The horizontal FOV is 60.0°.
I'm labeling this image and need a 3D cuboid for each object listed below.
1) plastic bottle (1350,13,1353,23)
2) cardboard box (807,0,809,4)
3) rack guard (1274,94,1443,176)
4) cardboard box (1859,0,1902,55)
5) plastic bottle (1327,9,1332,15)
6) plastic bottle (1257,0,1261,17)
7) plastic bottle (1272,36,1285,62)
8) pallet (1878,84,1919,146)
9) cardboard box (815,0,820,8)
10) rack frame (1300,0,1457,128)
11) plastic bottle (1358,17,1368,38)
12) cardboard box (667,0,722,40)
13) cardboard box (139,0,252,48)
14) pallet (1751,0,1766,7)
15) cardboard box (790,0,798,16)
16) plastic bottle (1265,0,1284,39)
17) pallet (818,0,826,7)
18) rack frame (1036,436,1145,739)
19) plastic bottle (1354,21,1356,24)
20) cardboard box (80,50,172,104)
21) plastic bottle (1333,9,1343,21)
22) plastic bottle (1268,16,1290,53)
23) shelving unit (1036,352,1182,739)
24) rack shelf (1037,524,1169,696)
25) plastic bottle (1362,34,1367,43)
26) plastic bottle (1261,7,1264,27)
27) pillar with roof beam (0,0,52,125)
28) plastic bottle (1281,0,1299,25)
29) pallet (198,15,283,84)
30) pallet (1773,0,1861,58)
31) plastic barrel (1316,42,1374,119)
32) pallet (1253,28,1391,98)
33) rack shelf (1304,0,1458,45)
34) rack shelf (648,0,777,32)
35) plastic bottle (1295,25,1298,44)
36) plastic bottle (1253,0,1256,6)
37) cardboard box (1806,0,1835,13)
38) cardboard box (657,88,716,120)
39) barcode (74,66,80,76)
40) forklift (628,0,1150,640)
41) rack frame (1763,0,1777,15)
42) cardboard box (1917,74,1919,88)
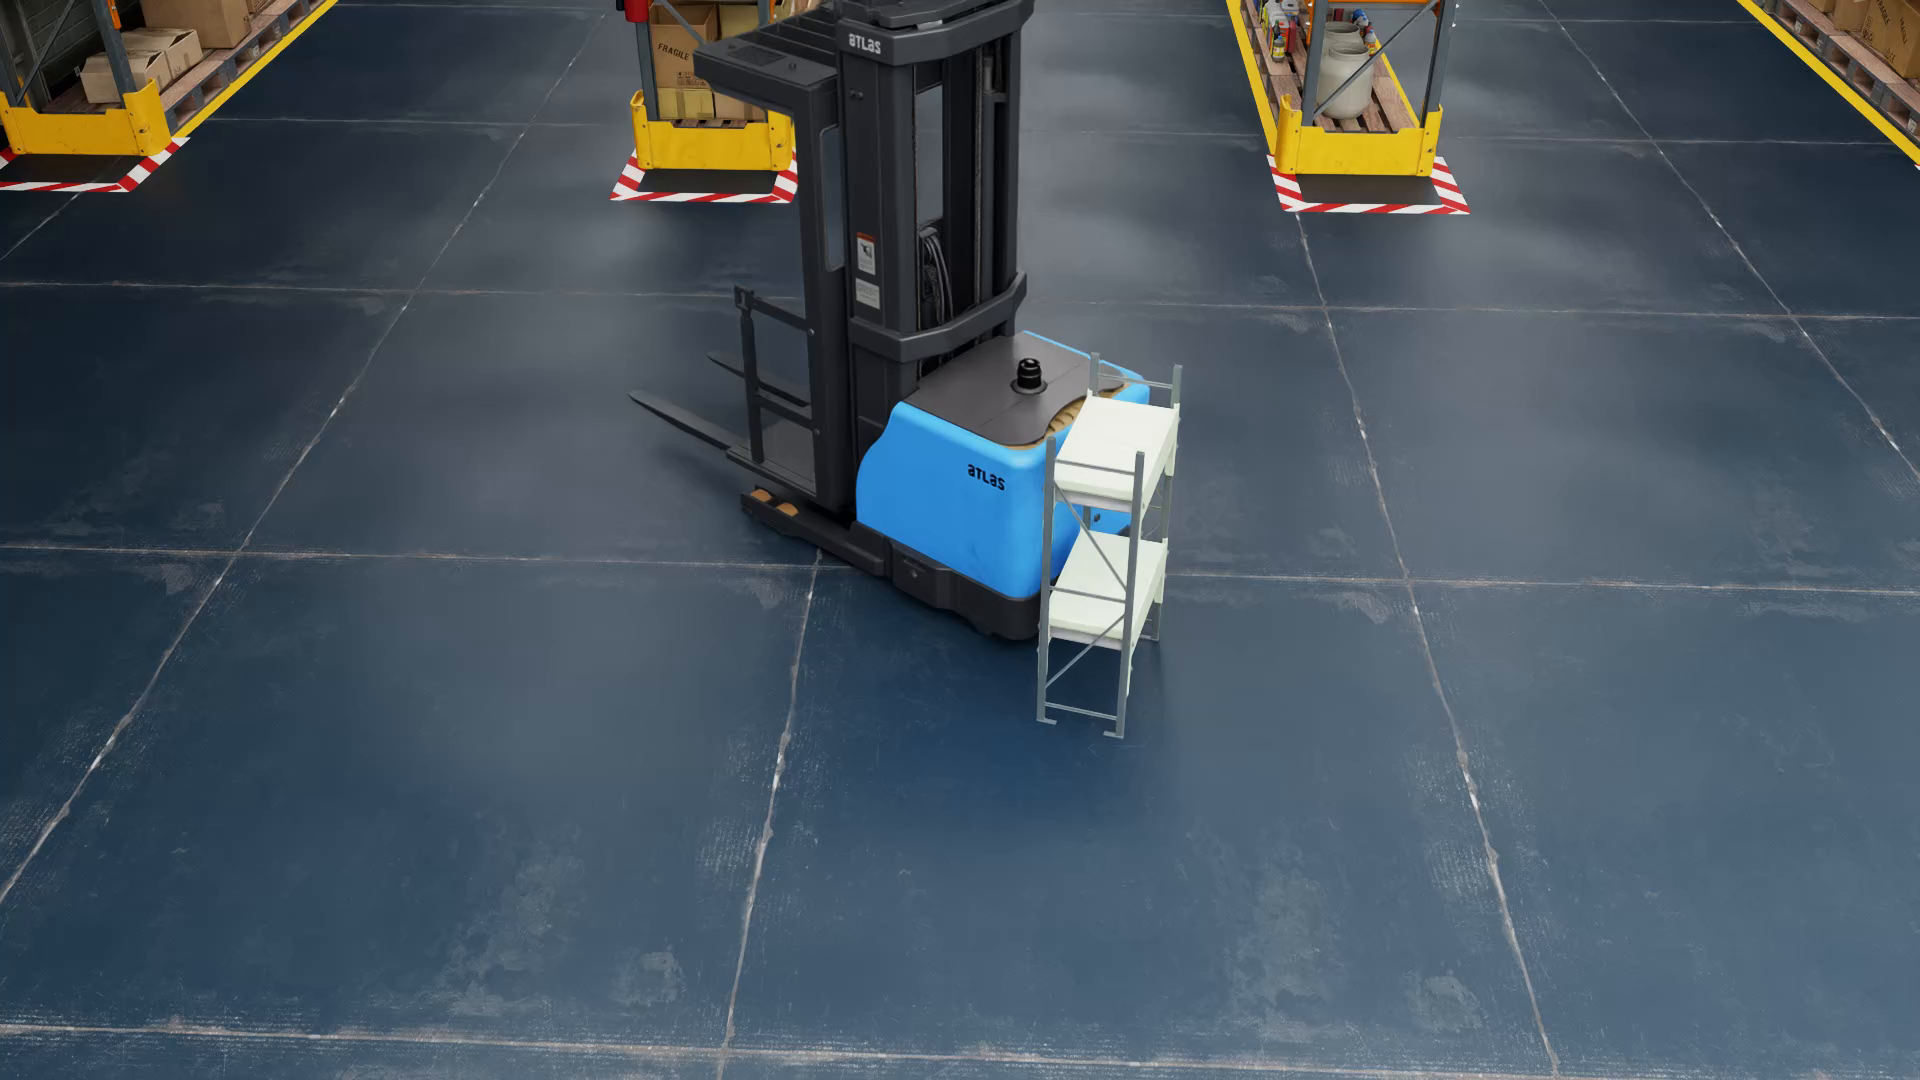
[{"bbox_3d":[3.474,-4.555,14.619,0.097,0.201,0.097,0,35,0],"label":"plastic bottle"},{"bbox_3d":[-1.577,-4.978,14.544,0.500,0.500,0.500,1,35,2],"label":"cardboard box"},{"bbox_3d":[3.016,-3.078,12.640,1.175,0.500,0.348,1,35,2],"label":"rack guard"},{"bbox_3d":[8.152,-4.472,14.259,0.500,0.500,0.500,-2,35,-2],"label":"cardboard box"},{"bbox_3d":[3.326,-4.922,15.076,0.152,0.276,0.135,1,35,2],"label":"plastic bottle"},{"bbox_3d":[2.766,-4.887,14.962,0.144,0.351,0.185,0,35,0],"label":"plastic bottle"},{"bbox_3d":[2.696,-4.156,14.052,0.097,0.201,0.097,0,35,0],"label":"plastic bottle"},{"bbox_3d":[8.080,-3.310,13.222,1.003,0.211,1.213,1,35,2],"label":"pallet"},{"bbox_3d":[-1.559,-4.959,15.169,0.500,0.250,0.500,1,35,2],"label":"cardboard box"},{"bbox_3d":[3.060,-4.056,11.858,1.000,3.000,0.127,1,35,2],"label":"rack frame"},{"bbox_3d":[3.458,-4.351,14.268,0.097,0.271,0.097,0,35,0],"label":"plastic bottle"},{"bbox_3d":[-2.140,-4.416,13.744,0.500,0.500,0.500,1,35,2],"label":"cardboard box"},{"bbox_3d":[-6.619,-4.585,14.402,0.700,0.500,0.500,-1,35,-1],"label":"cardboard box"},{"bbox_3d":[8.199,-5.546,16.403,1.003,0.211,1.213,1,35,2],"label":"pallet"},{"bbox_3d":[-1.620,-4.404,13.727,0.500,0.500,0.500,1,35,2],"label":"cardboard box"},{"bbox_3d":[2.741,-4.536,14.463,0.144,0.351,0.185,3,35,4],"label":"plastic bottle"},{"bbox_3d":[-1.803,-4.874,15.447,1.003,0.211,1.213,1,35,2],"label":"pallet"},{"bbox_3d":[0.540,0.236,7.056,0.400,1.500,0.023,10,36,14],"label":"rack frame"},{"bbox_3d":[3.466,-4.437,14.451,0.097,0.201,0.097,0,35,0],"label":"plastic bottle"},{"bbox_3d":[-6.722,-3.760,13.393,0.500,0.311,0.500,-2,35,-3],"label":"cardboard box"},{"bbox_3d":[3.345,-4.659,14.696,0.061,0.283,0.133,1,35,2],"label":"plastic bottle"},{"bbox_3d":[2.733,-4.331,14.235,0.152,0.276,0.135,2,35,2],"label":"plastic bottle"},{"bbox_3d":[0.651,0.035,7.341,0.431,1.500,0.755,10,36,14],"label":"shelving unit"},{"bbox_3d":[0.651,0.302,7.529,0.431,0.370,0.720,10,36,14],"label":"rack shelf"},{"bbox_3d":[3.448,-4.185,14.093,0.097,0.201,0.097,0,35,0],"label":"plastic bottle"},{"bbox_3d":[2.731,-4.664,14.775,0.097,0.201,0.097,0,35,0],"label":"plastic bottle"},{"bbox_3d":[-3.374,-7.062,10.918,9.100,9.000,0.400,1,35,2],"label":"pillar with roof beam"},{"bbox_3d":[2.898,-4.624,14.652,0.152,0.276,0.135,1,35,2],"label":"plastic bottle"},{"bbox_3d":[-6.716,-4.352,14.705,1.003,0.211,1.213,1,35,2],"label":"pallet"},{"bbox_3d":[8.178,-4.712,15.217,1.003,0.211,1.213,1,35,2],"label":"pallet"},{"bbox_3d":[3.010,-3.590,12.993,0.421,0.512,0.421,0,35,0],"label":"plastic barrel"},{"bbox_3d":[3.106,-4.125,14.382,1.003,0.211,1.213,1,35,2],"label":"pallet"},{"bbox_3d":[3.140,-4.910,13.700,1.077,0.370,4.000,1,35,2],"label":"rack shelf"},{"bbox_3d":[-1.809,-5.027,13.866,1.077,0.370,4.000,1,35,2],"label":"rack shelf"},{"bbox_3d":[2.864,-4.388,14.381,0.097,0.201,0.097,0,35,0],"label":"plastic bottle"},{"bbox_3d":[2.784,-5.060,15.273,0.152,0.276,0.135,3,35,4],"label":"plastic bottle"},{"bbox_3d":[8.113,-5.160,15.237,0.500,0.500,0.500,0,35,0],"label":"cardboard box"},{"bbox_3d":[-2.163,-3.534,13.142,0.500,0.250,0.500,1,35,2],"label":"cardboard box"},{"bbox_3d":[-7.120,-3.783,13.418,0.001,0.075,0.075,1,35,2],"label":"barcode"},{"bbox_3d":[-0.528,-1.433,8.186,3.031,2.935,1.130,26,43,32],"label":"forklift"},{"bbox_3d":[8.169,-6.239,14.965,1.000,3.000,0.127,1,35,2],"label":"rack frame"},{"bbox_3d":[8.040,-3.793,13.293,0.500,0.500,0.500,10,36,14],"label":"cardboard box"}]
